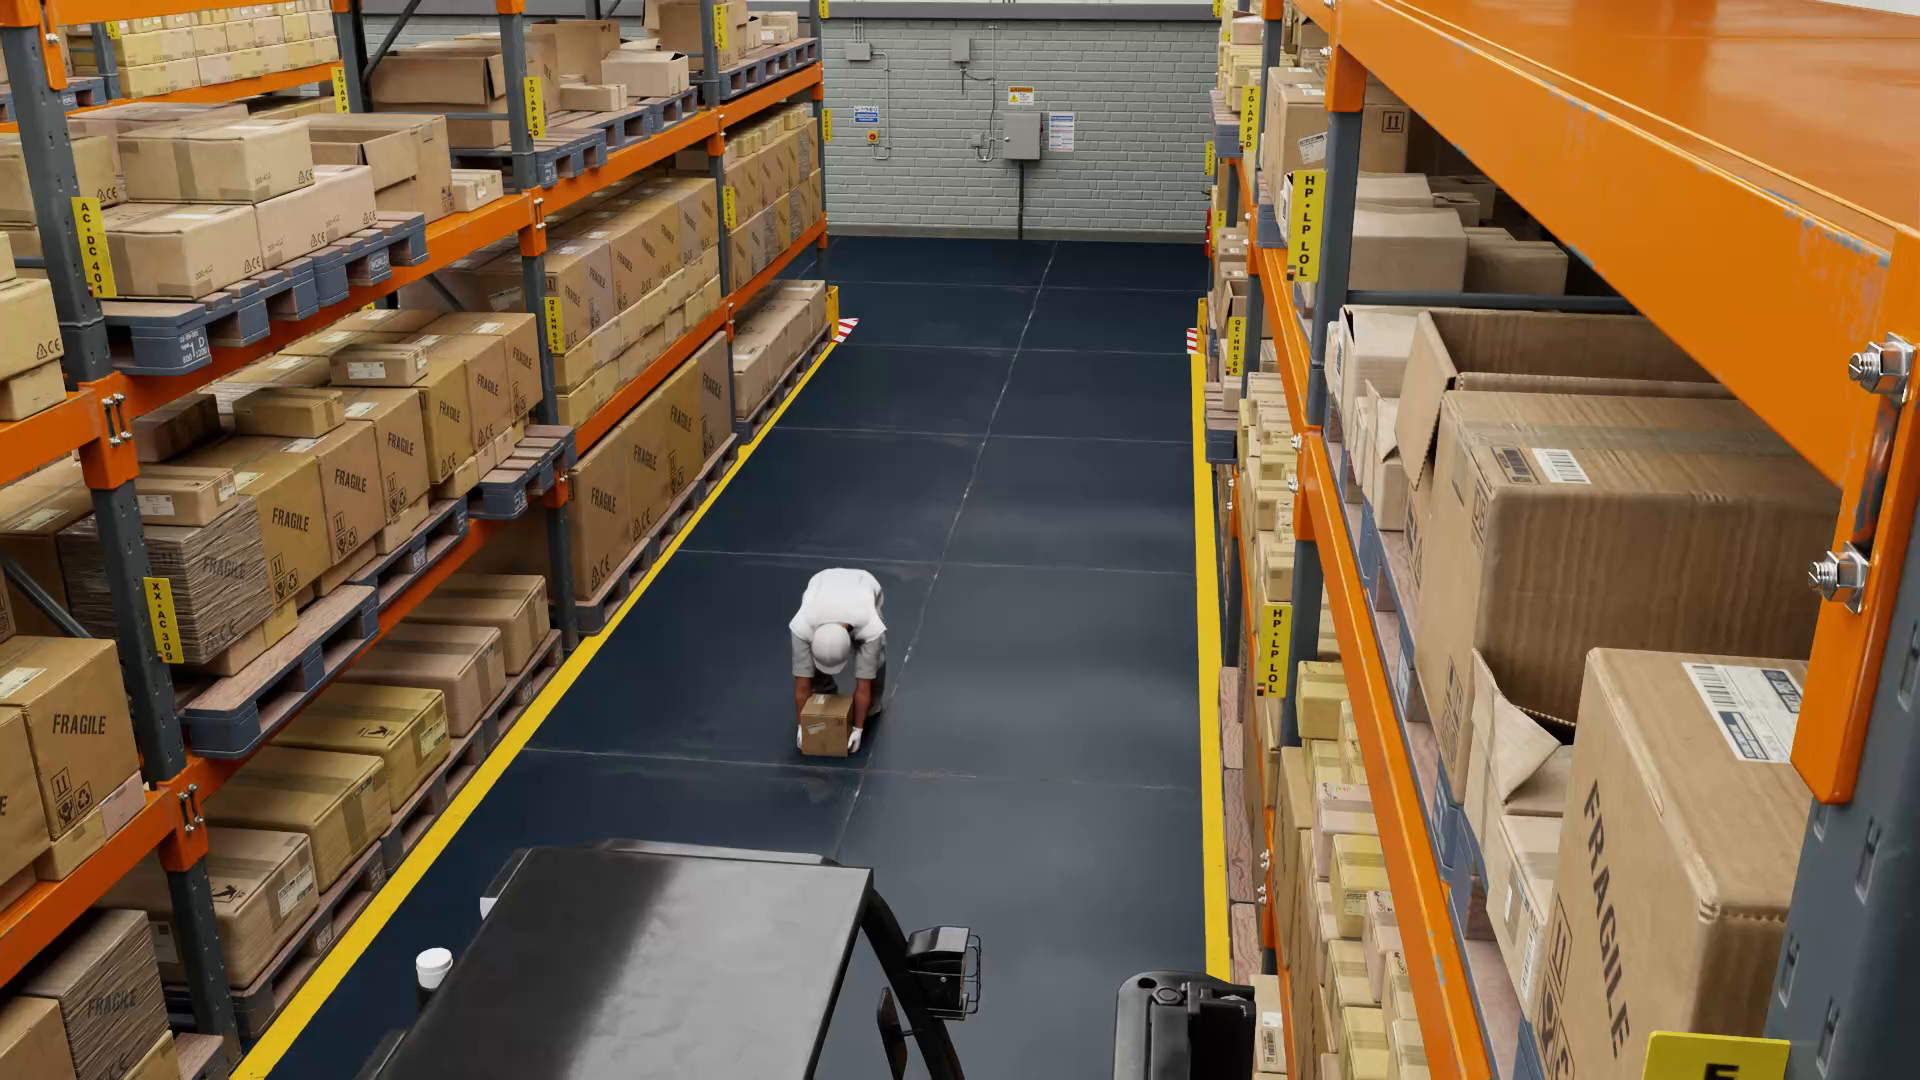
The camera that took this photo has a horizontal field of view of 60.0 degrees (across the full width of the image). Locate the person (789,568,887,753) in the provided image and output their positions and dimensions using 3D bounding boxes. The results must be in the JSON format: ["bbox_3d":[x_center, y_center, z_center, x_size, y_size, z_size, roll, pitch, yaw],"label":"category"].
[{"bbox_3d":[-0.654,0.642,9.249,0.534,0.845,0.992,2,21,5],"label":"person"}]
